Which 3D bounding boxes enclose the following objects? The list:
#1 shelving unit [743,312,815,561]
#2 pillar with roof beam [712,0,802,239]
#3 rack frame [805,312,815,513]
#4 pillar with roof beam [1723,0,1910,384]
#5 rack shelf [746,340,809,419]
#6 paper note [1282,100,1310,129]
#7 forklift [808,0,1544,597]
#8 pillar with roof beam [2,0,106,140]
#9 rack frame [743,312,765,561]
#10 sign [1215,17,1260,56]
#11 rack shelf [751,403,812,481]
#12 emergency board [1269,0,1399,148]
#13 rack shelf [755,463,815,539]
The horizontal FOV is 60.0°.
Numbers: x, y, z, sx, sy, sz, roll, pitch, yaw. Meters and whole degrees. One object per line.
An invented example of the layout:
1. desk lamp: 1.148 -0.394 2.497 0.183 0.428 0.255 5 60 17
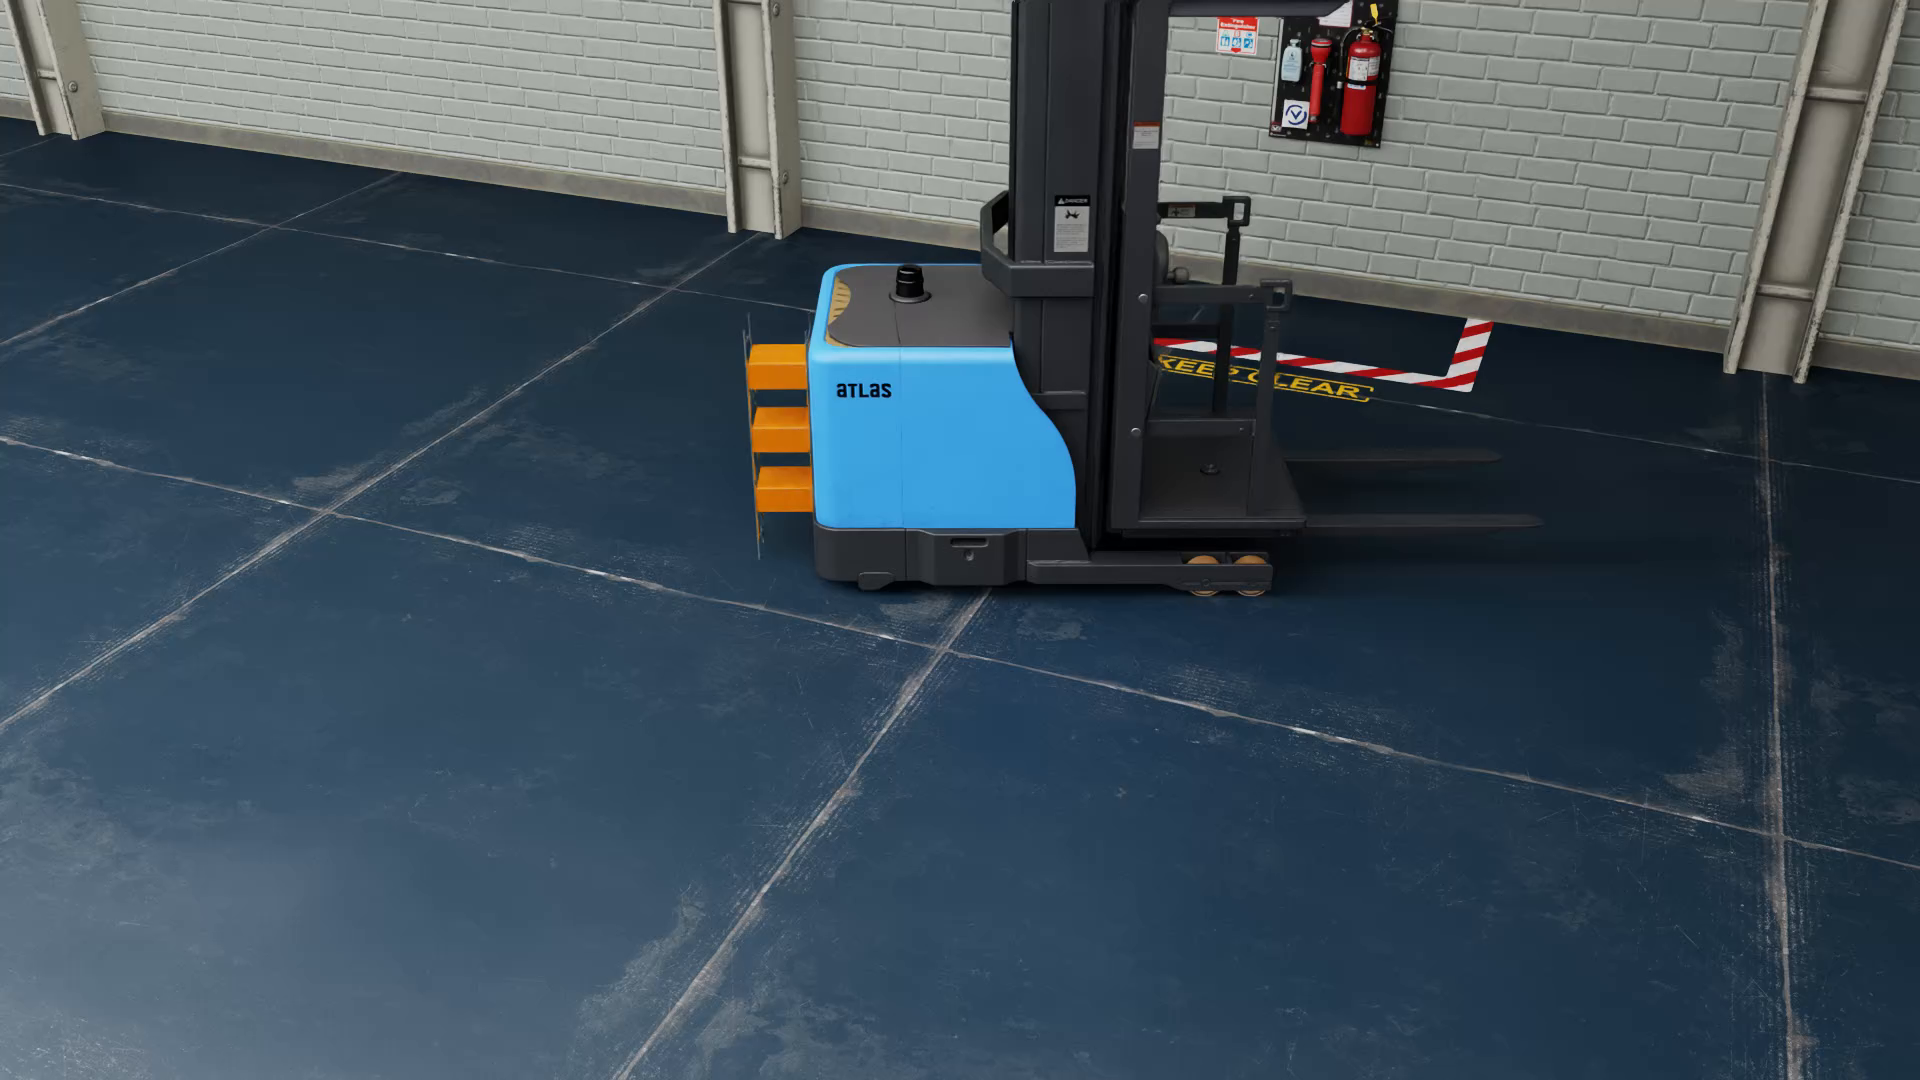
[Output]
1. shelving unit: -0.734 -0.419 6.923 0.252 1.050 0.215 0 29 0
2. pillar with roof beam: -2.884 -3.988 5.161 0.400 9.000 9.100 11 31 19
3. rack frame: -0.612 -0.419 6.924 0.008 1.050 0.200 0 29 0
4. pillar with roof beam: 2.676 -2.878 3.197 0.400 9.000 9.100 11 31 19
5. rack shelf: -0.734 -0.656 6.789 0.240 0.259 0.215 0 29 0
6. paper note: 1.881 -2.385 9.316 0.142 0.148 0.016 11 31 19
7. forklift: 0.913 -1.306 6.581 3.031 2.935 1.130 0 29 0
8. pillar with roof beam: -8.443 -5.098 7.125 0.400 9.000 9.100 11 31 19
9. rack frame: -0.856 -0.418 6.923 0.008 1.050 0.200 0 29 0
10. sign: 1.545 -2.869 9.241 0.234 0.329 0.001 11 31 19
11. rack shelf: -0.734 -0.409 6.929 0.240 0.259 0.215 0 29 0
12. emergency board: 2.019 -2.704 8.985 0.643 1.169 0.194 11 31 19
13. rack shelf: -0.734 -0.167 7.065 0.240 0.259 0.215 0 29 0
